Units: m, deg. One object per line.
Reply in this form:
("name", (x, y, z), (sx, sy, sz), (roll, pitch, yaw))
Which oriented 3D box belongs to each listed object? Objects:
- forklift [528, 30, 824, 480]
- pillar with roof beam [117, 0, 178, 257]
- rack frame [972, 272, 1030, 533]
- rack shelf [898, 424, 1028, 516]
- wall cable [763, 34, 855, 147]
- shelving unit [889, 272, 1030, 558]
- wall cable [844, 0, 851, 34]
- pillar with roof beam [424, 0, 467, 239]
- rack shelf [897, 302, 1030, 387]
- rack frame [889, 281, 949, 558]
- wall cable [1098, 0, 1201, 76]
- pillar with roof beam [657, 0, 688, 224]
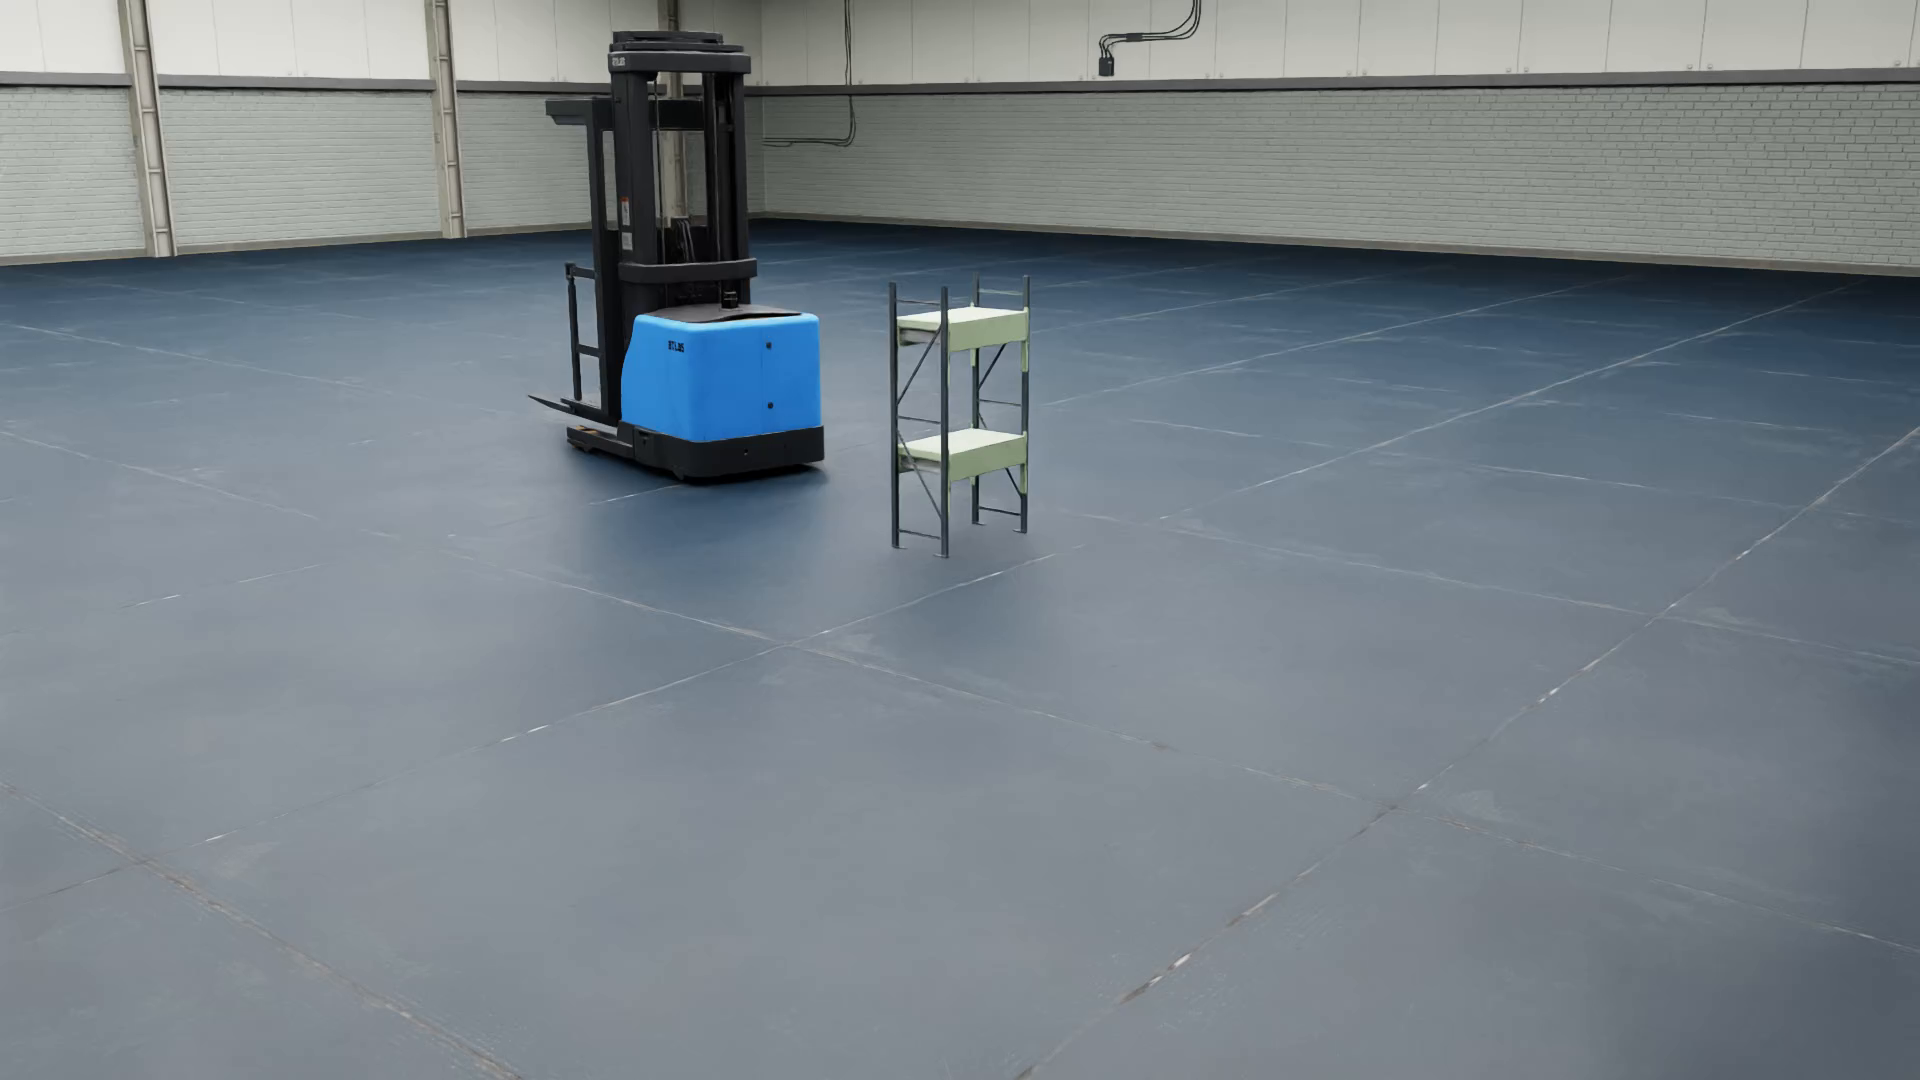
("forklift", (-2.249, -2.122, 12.024), (1.130, 2.935, 3.031), (-11, 18, -37))
("pillar with roof beam", (-10.708, -8.697, 25.580), (9.100, 9.000, 0.400), (11, 18, 38))
("rack frame", (0.234, -0.798, 9.719), (0.400, 1.500, 0.023), (11, 18, 38))
("rack shelf", (0.004, -0.412, 9.524), (0.431, 0.370, 0.720), (11, 18, 38))
("wall cable", (-3.634, -10.516, 39.047), (3.097, 2.526, 0.112), (11, 18, 38))
("shelving unit", (0.004, -0.728, 9.443), (0.431, 1.500, 0.755), (11, 18, 38))
("wall cable", (-1.530, -12.545, 36.777), (3.097, 2.526, 0.112), (11, 18, 38))
("pillar with roof beam", (-6.937, -9.846, 30.103), (9.100, 9.000, 0.400), (11, 18, 38))
("rack shelf", (0.004, -1.106, 9.347), (0.431, 0.370, 0.720), (11, 18, 38))
("rack frame", (-0.226, -0.658, 9.167), (0.400, 1.500, 0.023), (11, 18, 38))
("wall cable", (3.740, -12.197, 32.451), (2.305, 6.003, 0.169), (11, 18, 38))
("pillar with roof beam", (-3.166, -10.995, 34.627), (9.100, 9.000, 0.400), (11, 18, 38))
